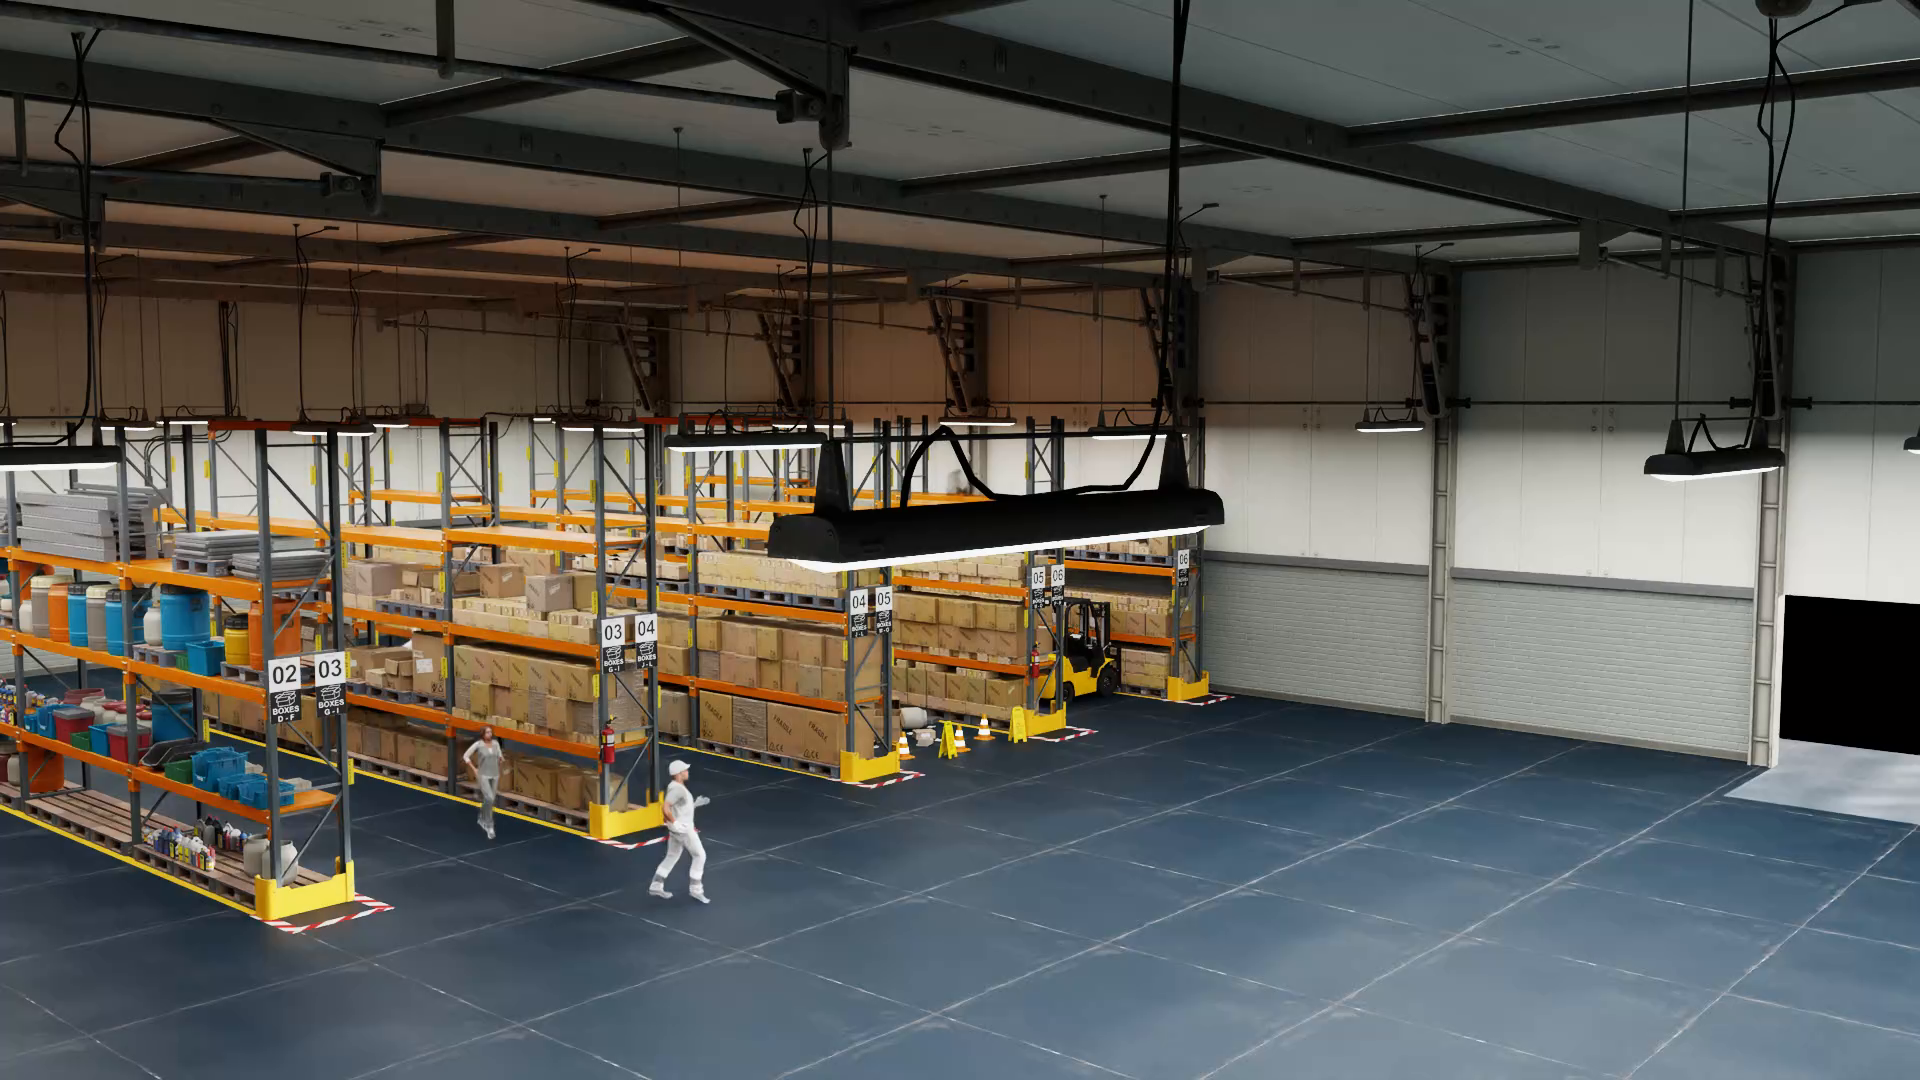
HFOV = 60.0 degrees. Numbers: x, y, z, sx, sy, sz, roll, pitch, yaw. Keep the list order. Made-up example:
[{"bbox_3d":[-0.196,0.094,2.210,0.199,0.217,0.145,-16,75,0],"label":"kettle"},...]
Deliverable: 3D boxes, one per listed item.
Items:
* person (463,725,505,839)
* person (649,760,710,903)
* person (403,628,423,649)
[{"bbox_3d":[-6.902,3.511,24.289,0.681,1.643,0.520,4,6,43],"label":"person"},{"bbox_3d":[-3.526,3.691,20.958,0.793,1.845,0.646,-2,5,-23],"label":"person"},{"bbox_3d":[-11.151,2.630,34.263,0.693,1.732,0.561,-4,6,-43],"label":"person"}]
